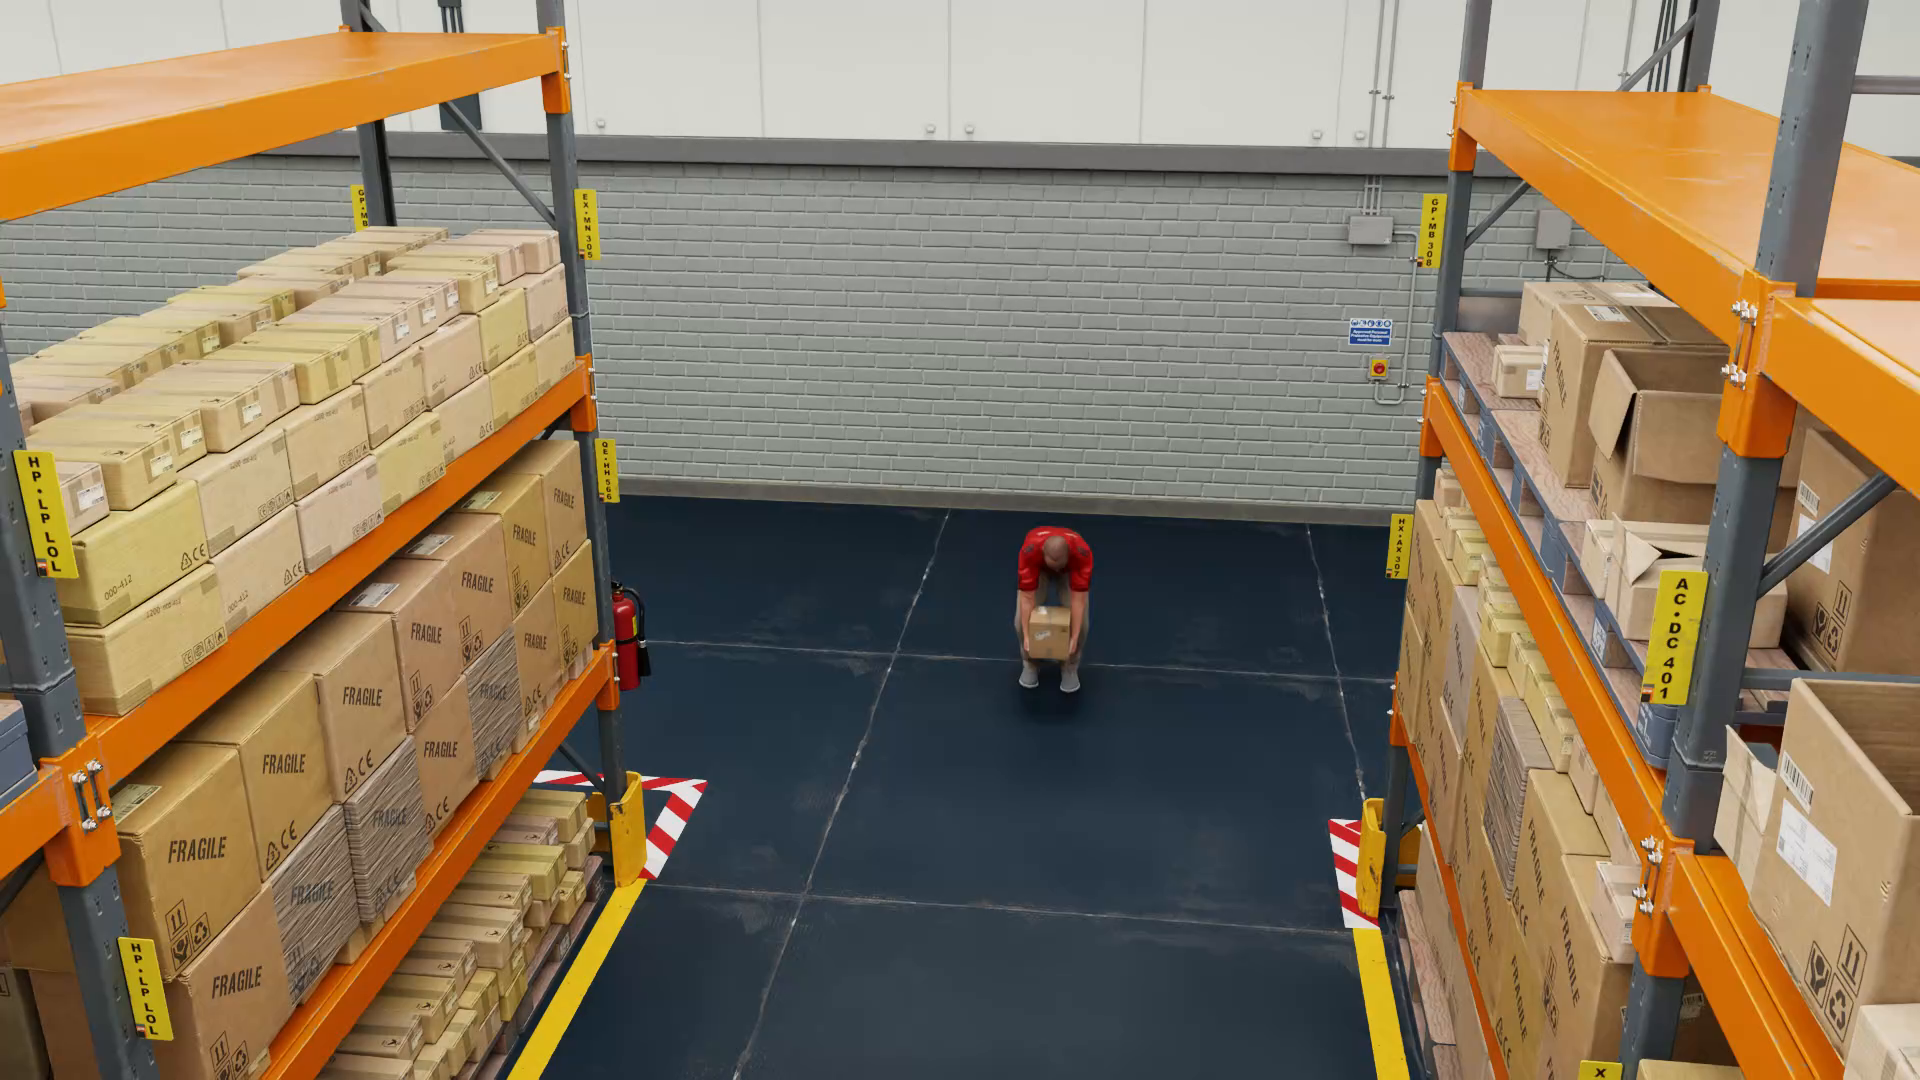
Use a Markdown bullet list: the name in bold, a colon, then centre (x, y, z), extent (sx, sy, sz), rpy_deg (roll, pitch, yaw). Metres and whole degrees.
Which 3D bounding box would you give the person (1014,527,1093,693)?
- **person**: centre (0.593, 0.425, 10.681), extent (0.499, 1.243, 0.915), rpy_deg (2, 21, 4)
